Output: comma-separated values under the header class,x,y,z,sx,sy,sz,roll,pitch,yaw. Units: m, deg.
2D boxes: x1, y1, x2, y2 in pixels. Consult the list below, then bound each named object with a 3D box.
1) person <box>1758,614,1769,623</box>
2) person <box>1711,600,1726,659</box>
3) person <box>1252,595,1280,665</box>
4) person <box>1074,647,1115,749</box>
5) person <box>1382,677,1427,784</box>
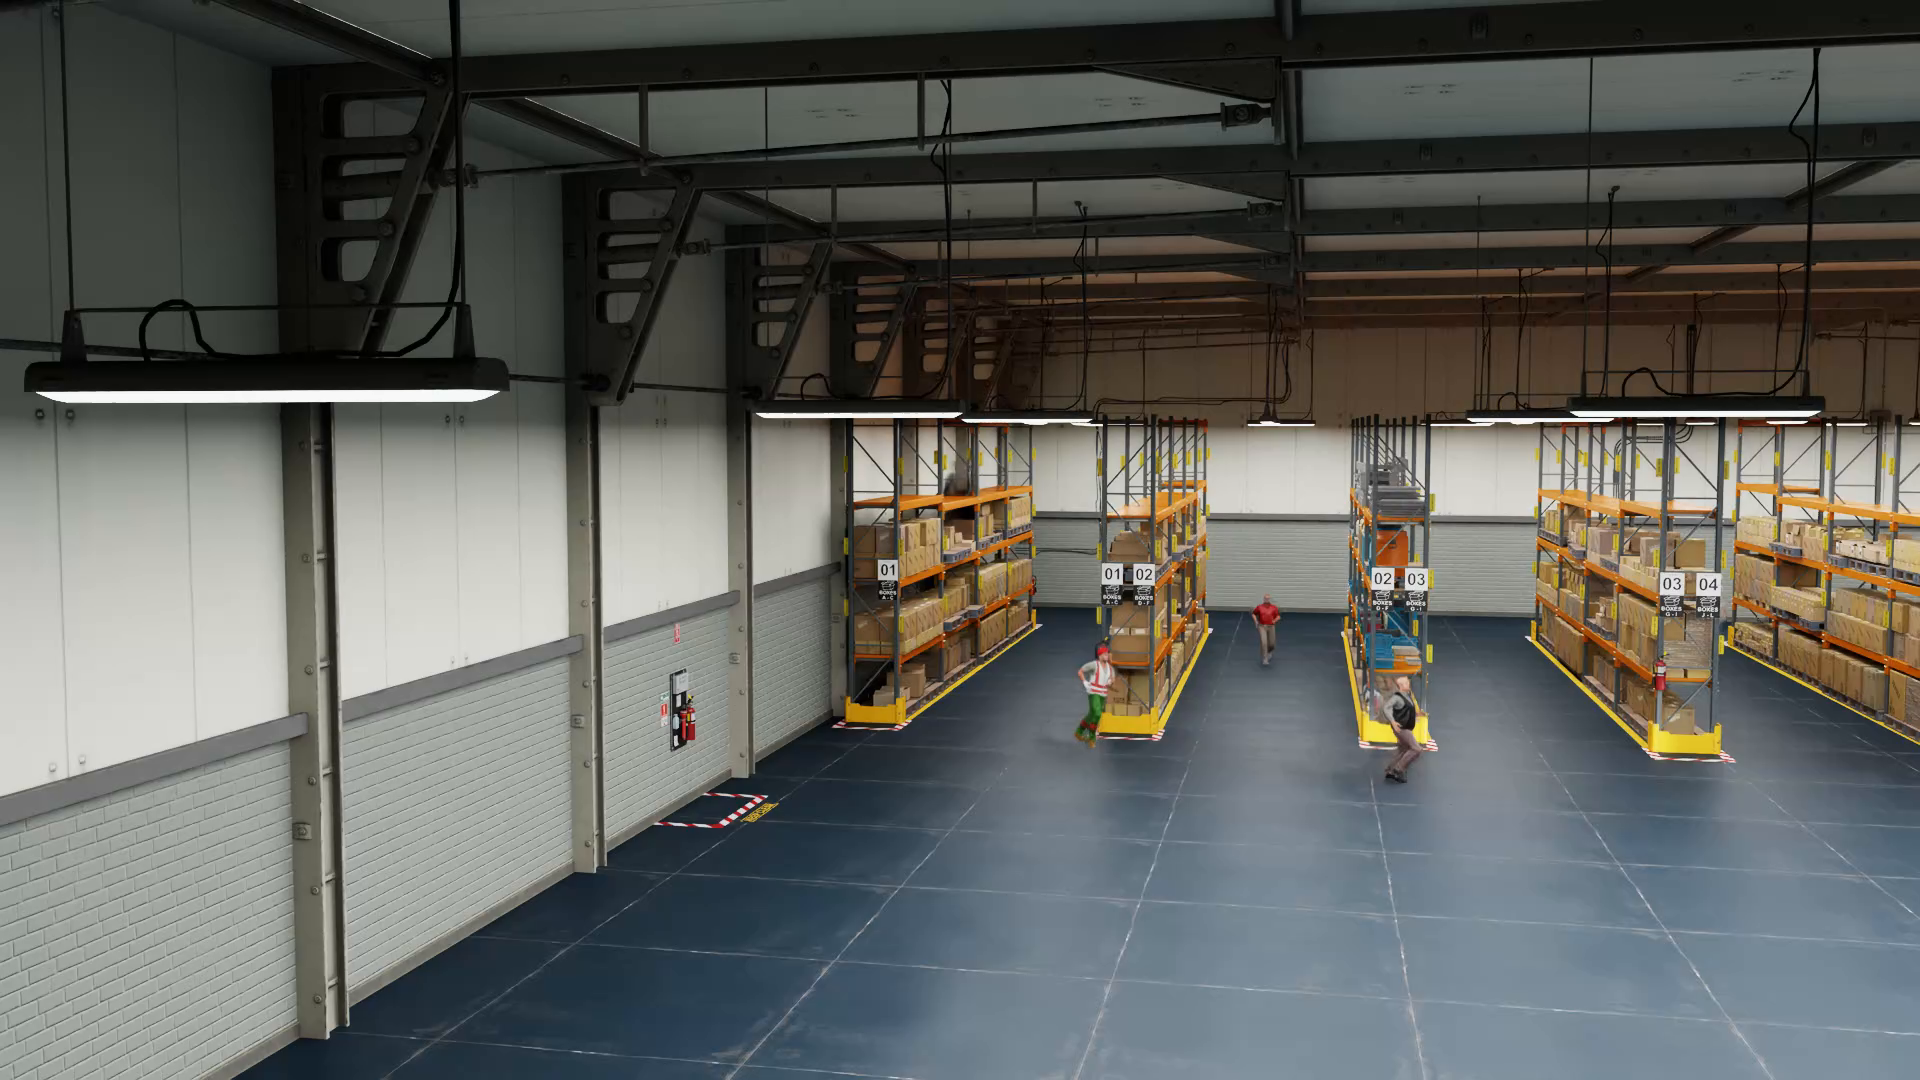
class,x,y,z,sx,sy,sz,roll,pitch,yaw
person,21.889,1.928,45.102,0.685,1.582,0.521,-2,5,-33
person,18.582,2.090,41.112,0.674,1.793,0.894,1,4,17
person,7.479,2.173,40.595,0.675,1.688,0.830,0,4,4
person,2.461,2.848,30.230,0.711,1.832,0.718,-3,5,-38
person,7.185,3.073,26.854,0.678,1.702,0.620,2,4,31
